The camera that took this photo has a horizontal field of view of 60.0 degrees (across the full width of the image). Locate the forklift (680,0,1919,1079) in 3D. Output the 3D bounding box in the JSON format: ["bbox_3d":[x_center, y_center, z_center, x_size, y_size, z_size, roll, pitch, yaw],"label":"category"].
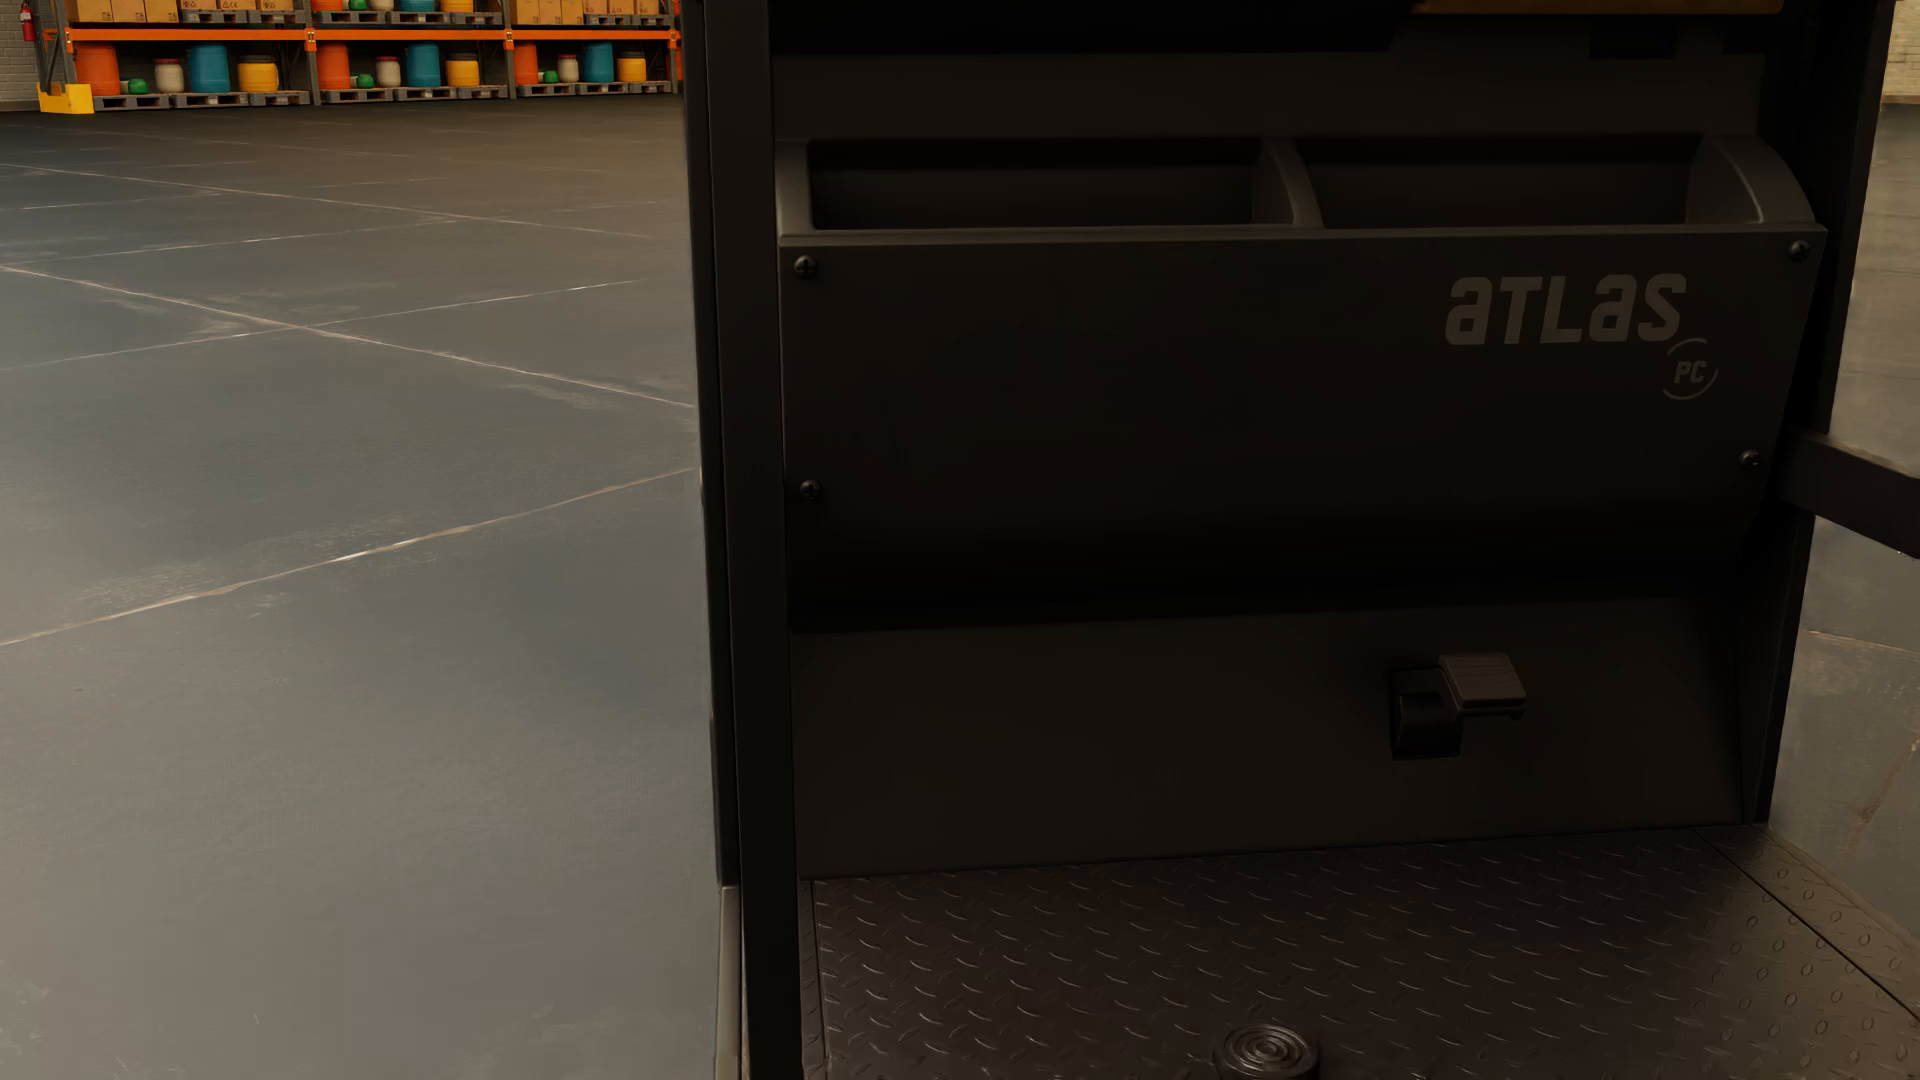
[{"bbox_3d":[0.331,-0.685,1.154,1.130,2.935,3.031,-2,17,-7],"label":"forklift"}]
